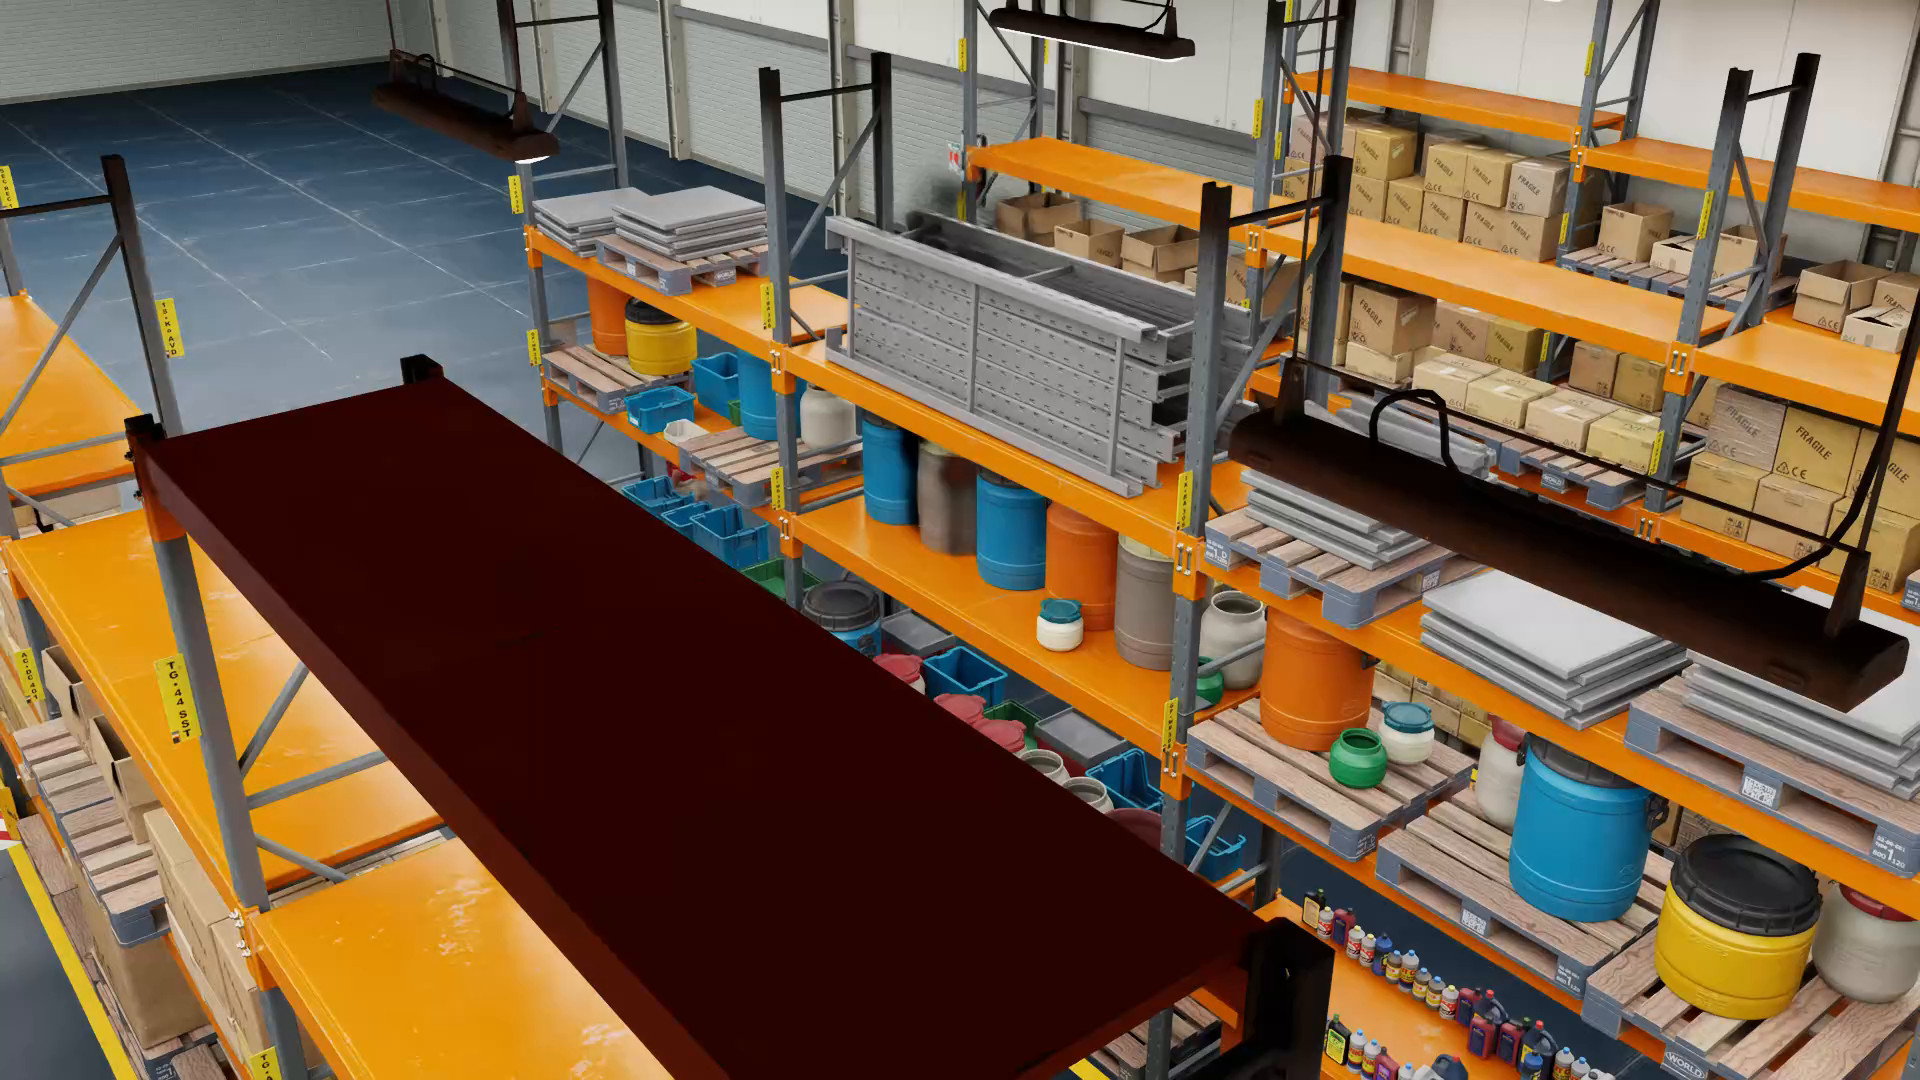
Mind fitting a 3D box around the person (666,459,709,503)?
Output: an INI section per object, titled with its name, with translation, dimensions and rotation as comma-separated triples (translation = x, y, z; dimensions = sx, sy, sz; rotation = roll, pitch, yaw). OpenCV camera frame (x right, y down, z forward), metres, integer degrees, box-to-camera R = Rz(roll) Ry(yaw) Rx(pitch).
[person]
translation = -2.879, -0.518, 17.425
dimensions = 0.614, 1.731, 0.733
rotation = 16, 30, 30
